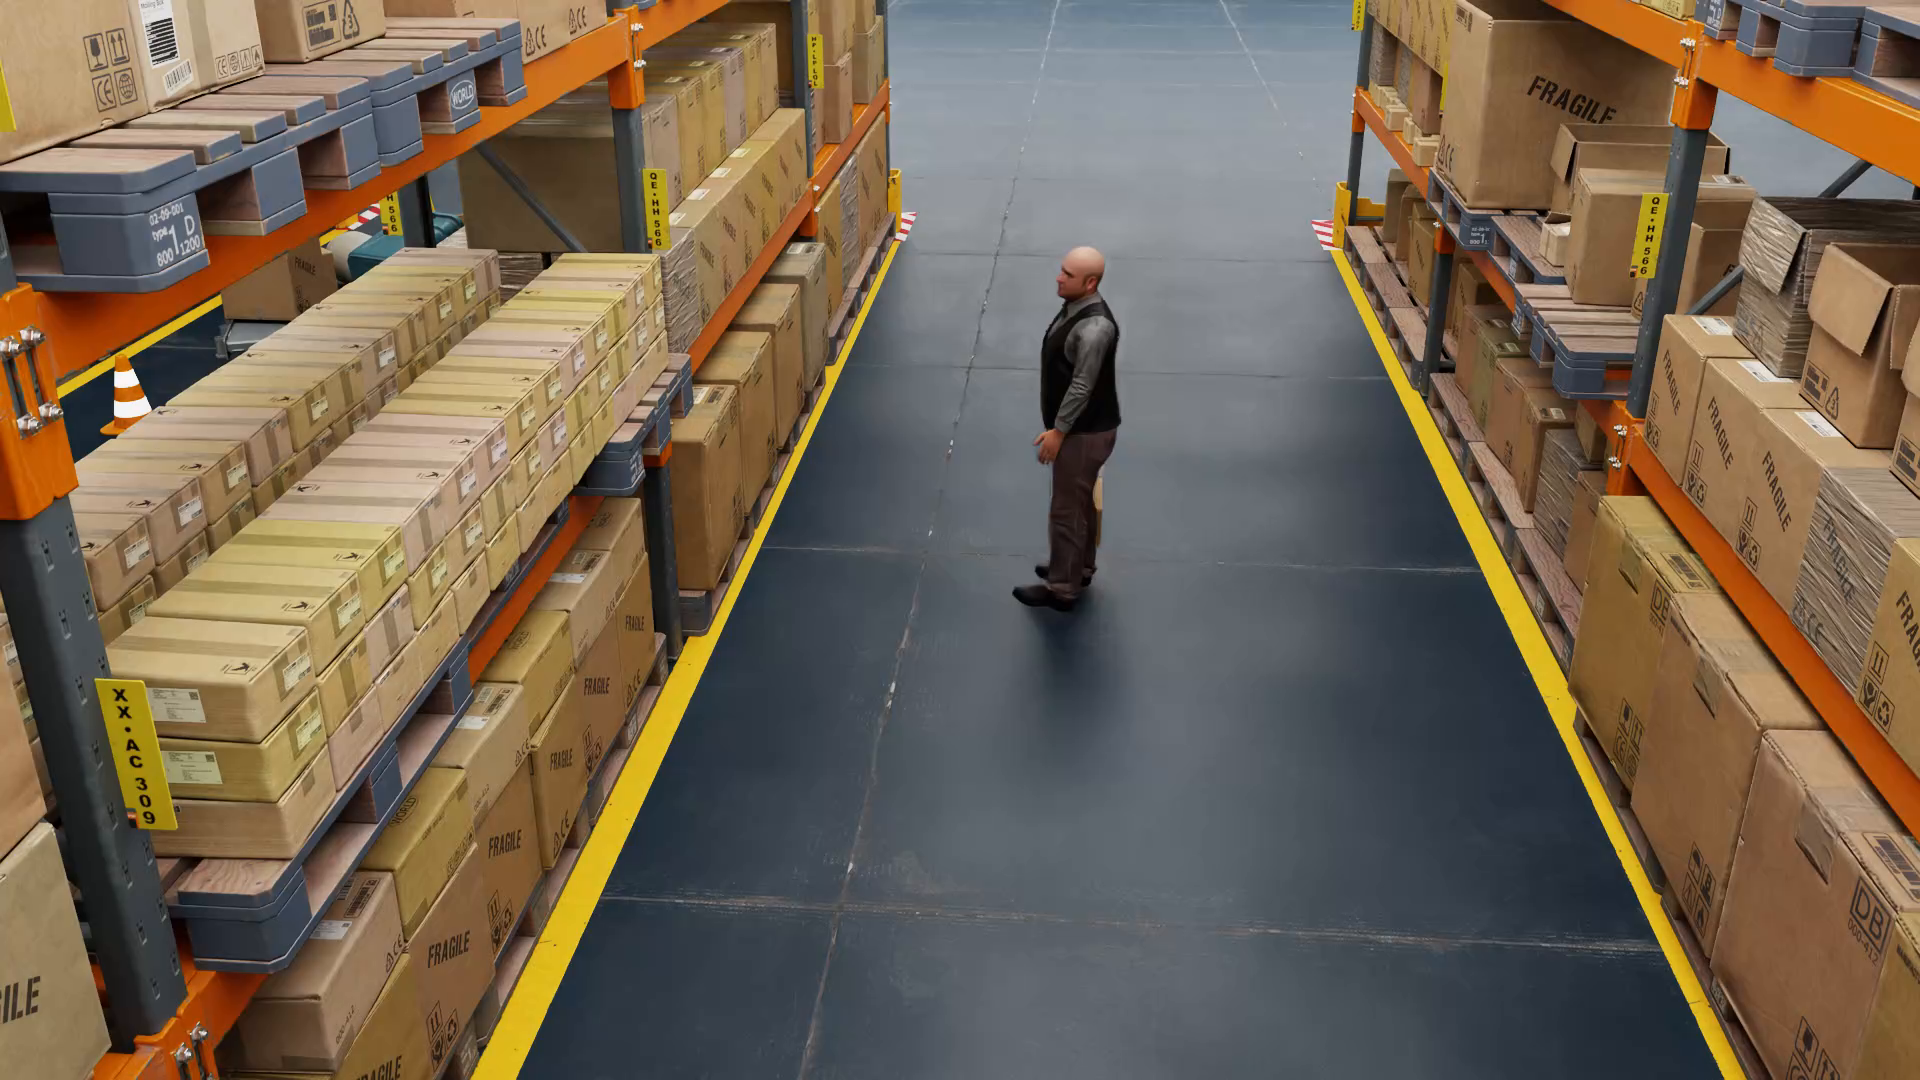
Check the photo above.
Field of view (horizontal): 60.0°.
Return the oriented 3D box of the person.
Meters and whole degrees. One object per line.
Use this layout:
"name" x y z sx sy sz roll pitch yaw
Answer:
"person" 0.486 -0.517 7.719 0.483 1.734 0.565 -1 24 -3
